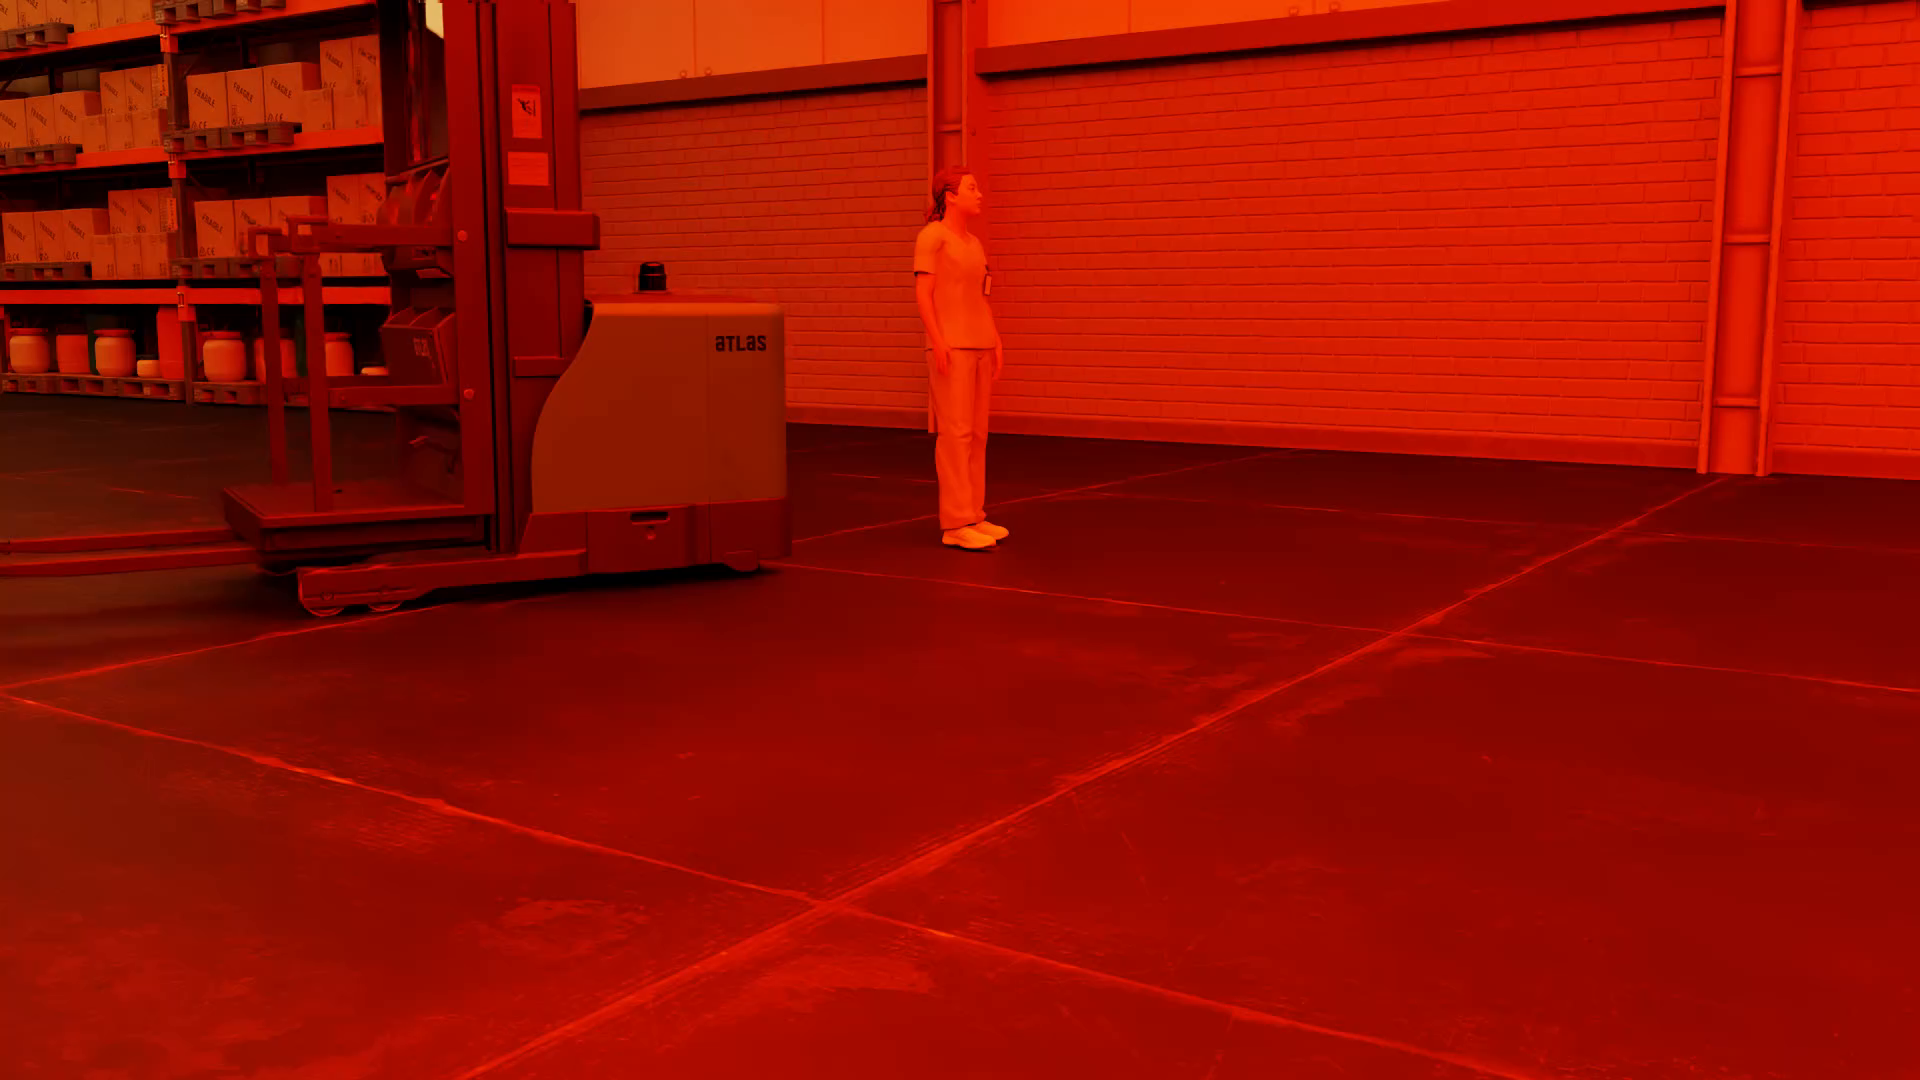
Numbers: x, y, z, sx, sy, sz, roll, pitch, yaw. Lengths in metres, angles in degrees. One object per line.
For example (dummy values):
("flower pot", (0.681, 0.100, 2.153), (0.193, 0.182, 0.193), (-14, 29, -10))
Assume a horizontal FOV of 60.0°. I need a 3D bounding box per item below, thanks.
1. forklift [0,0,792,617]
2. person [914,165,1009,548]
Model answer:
("forklift", (-2.209, -1.270, 6.124), (3.031, 2.935, 1.130), (-5, 9, -30))
("person", (0.053, -0.829, 7.433), (0.549, 1.675, 0.549), (5, 10, 34))
